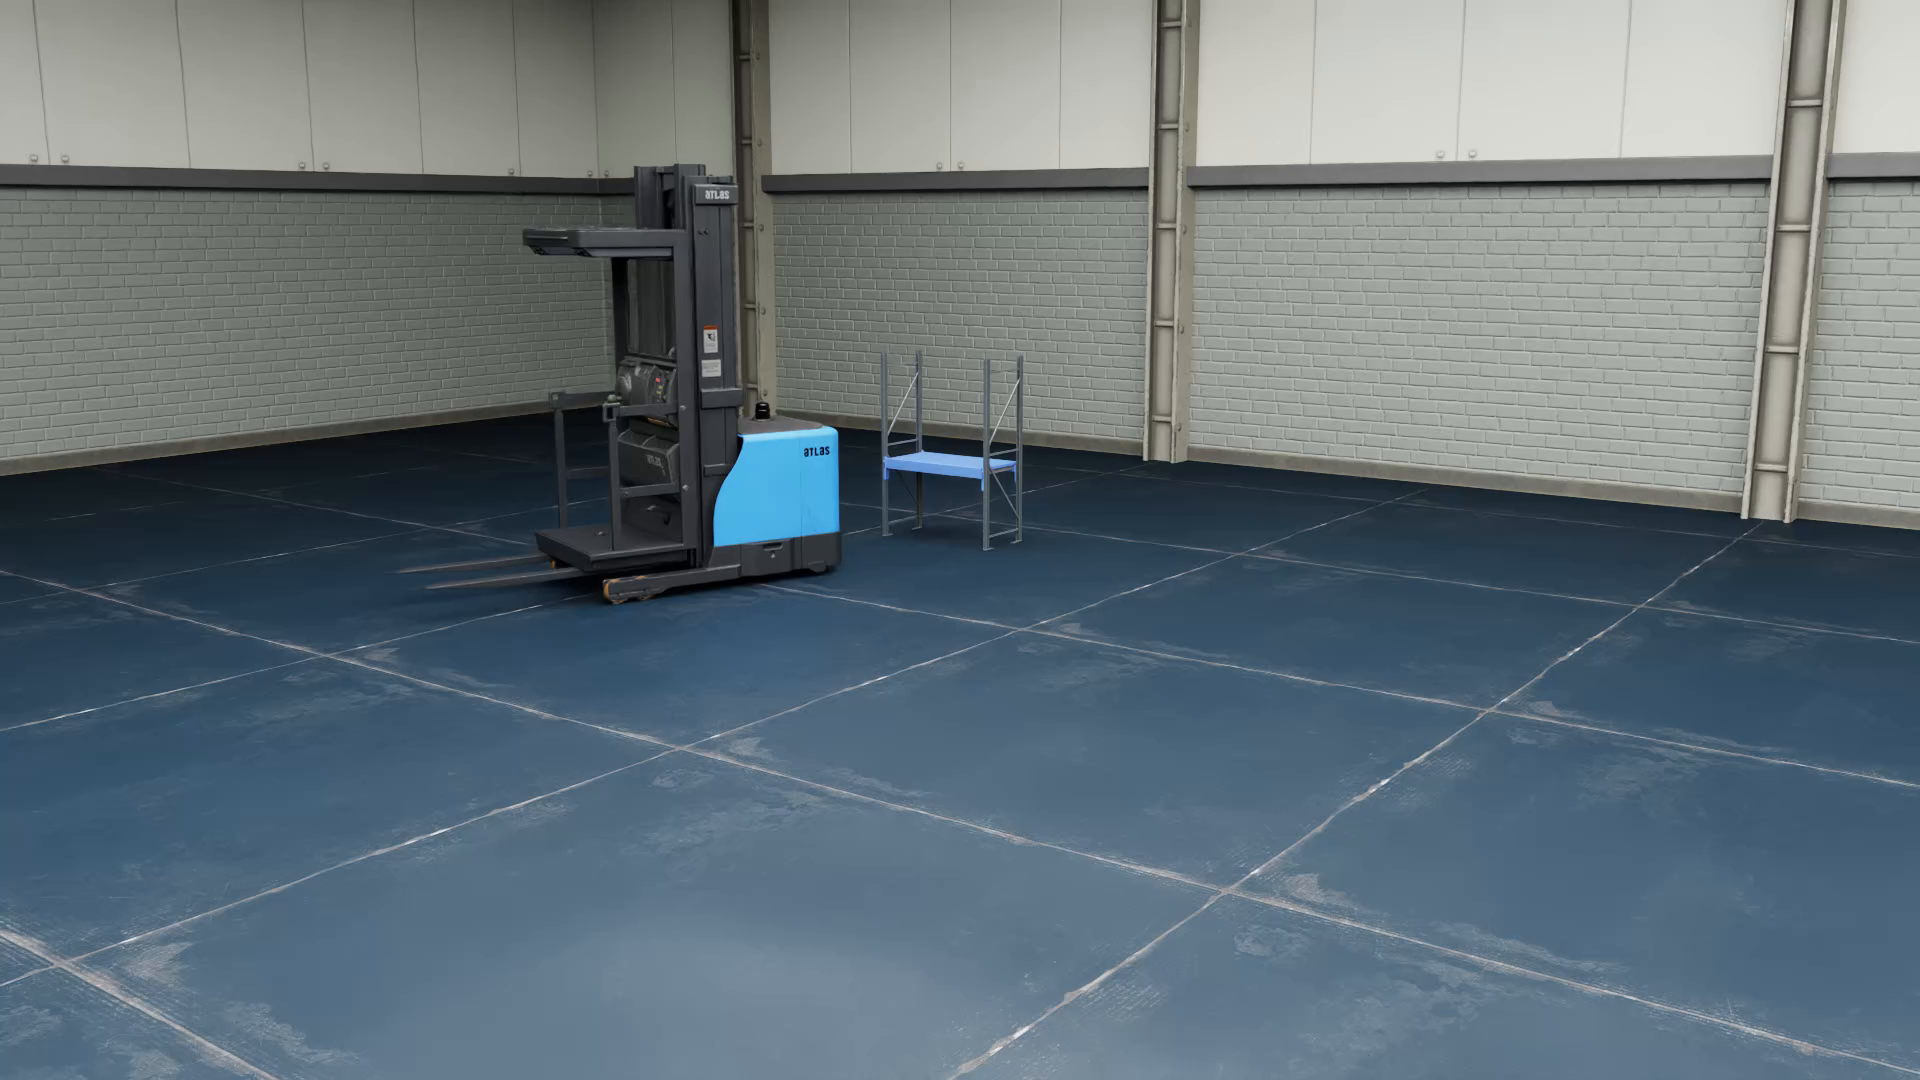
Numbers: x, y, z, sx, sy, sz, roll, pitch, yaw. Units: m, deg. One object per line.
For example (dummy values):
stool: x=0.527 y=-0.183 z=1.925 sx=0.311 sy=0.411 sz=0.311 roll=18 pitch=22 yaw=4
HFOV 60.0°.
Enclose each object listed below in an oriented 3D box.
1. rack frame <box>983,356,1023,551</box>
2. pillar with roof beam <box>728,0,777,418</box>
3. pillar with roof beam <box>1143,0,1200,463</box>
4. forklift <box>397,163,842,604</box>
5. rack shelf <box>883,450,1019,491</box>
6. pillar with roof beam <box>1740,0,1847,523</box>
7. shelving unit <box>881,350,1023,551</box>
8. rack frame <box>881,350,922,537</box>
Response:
rack frame: x=0.341 y=-0.689 z=13.141 sx=0.032 sy=1.500 sz=0.500 roll=8 pitch=13 yaw=36
pillar with roof beam: x=-5.158 y=-5.300 z=17.234 sx=0.400 sy=9.000 sz=9.100 roll=8 pitch=13 yaw=36
pillar with roof beam: x=-0.322 y=-4.626 z=13.748 sx=0.400 sy=9.000 sz=9.100 roll=8 pitch=13 yaw=36
forklift: x=-2.381 y=-1.120 z=11.602 sx=3.031 sy=2.935 sz=1.130 roll=-7 pitch=13 yaw=-33
rack shelf: x=-0.069 y=-0.569 z=13.471 sx=1.000 sy=0.185 sz=0.538 roll=8 pitch=13 yaw=36
pillar with roof beam: x=4.514 y=-3.951 z=10.261 sx=0.400 sy=9.000 sz=9.100 roll=8 pitch=13 yaw=36
shelving unit: x=-0.069 y=-0.746 z=13.437 sx=1.048 sy=1.500 sz=0.538 roll=8 pitch=13 yaw=36
rack frame: x=-0.478 y=-0.803 z=13.732 sx=0.032 sy=1.500 sz=0.500 roll=8 pitch=13 yaw=36
